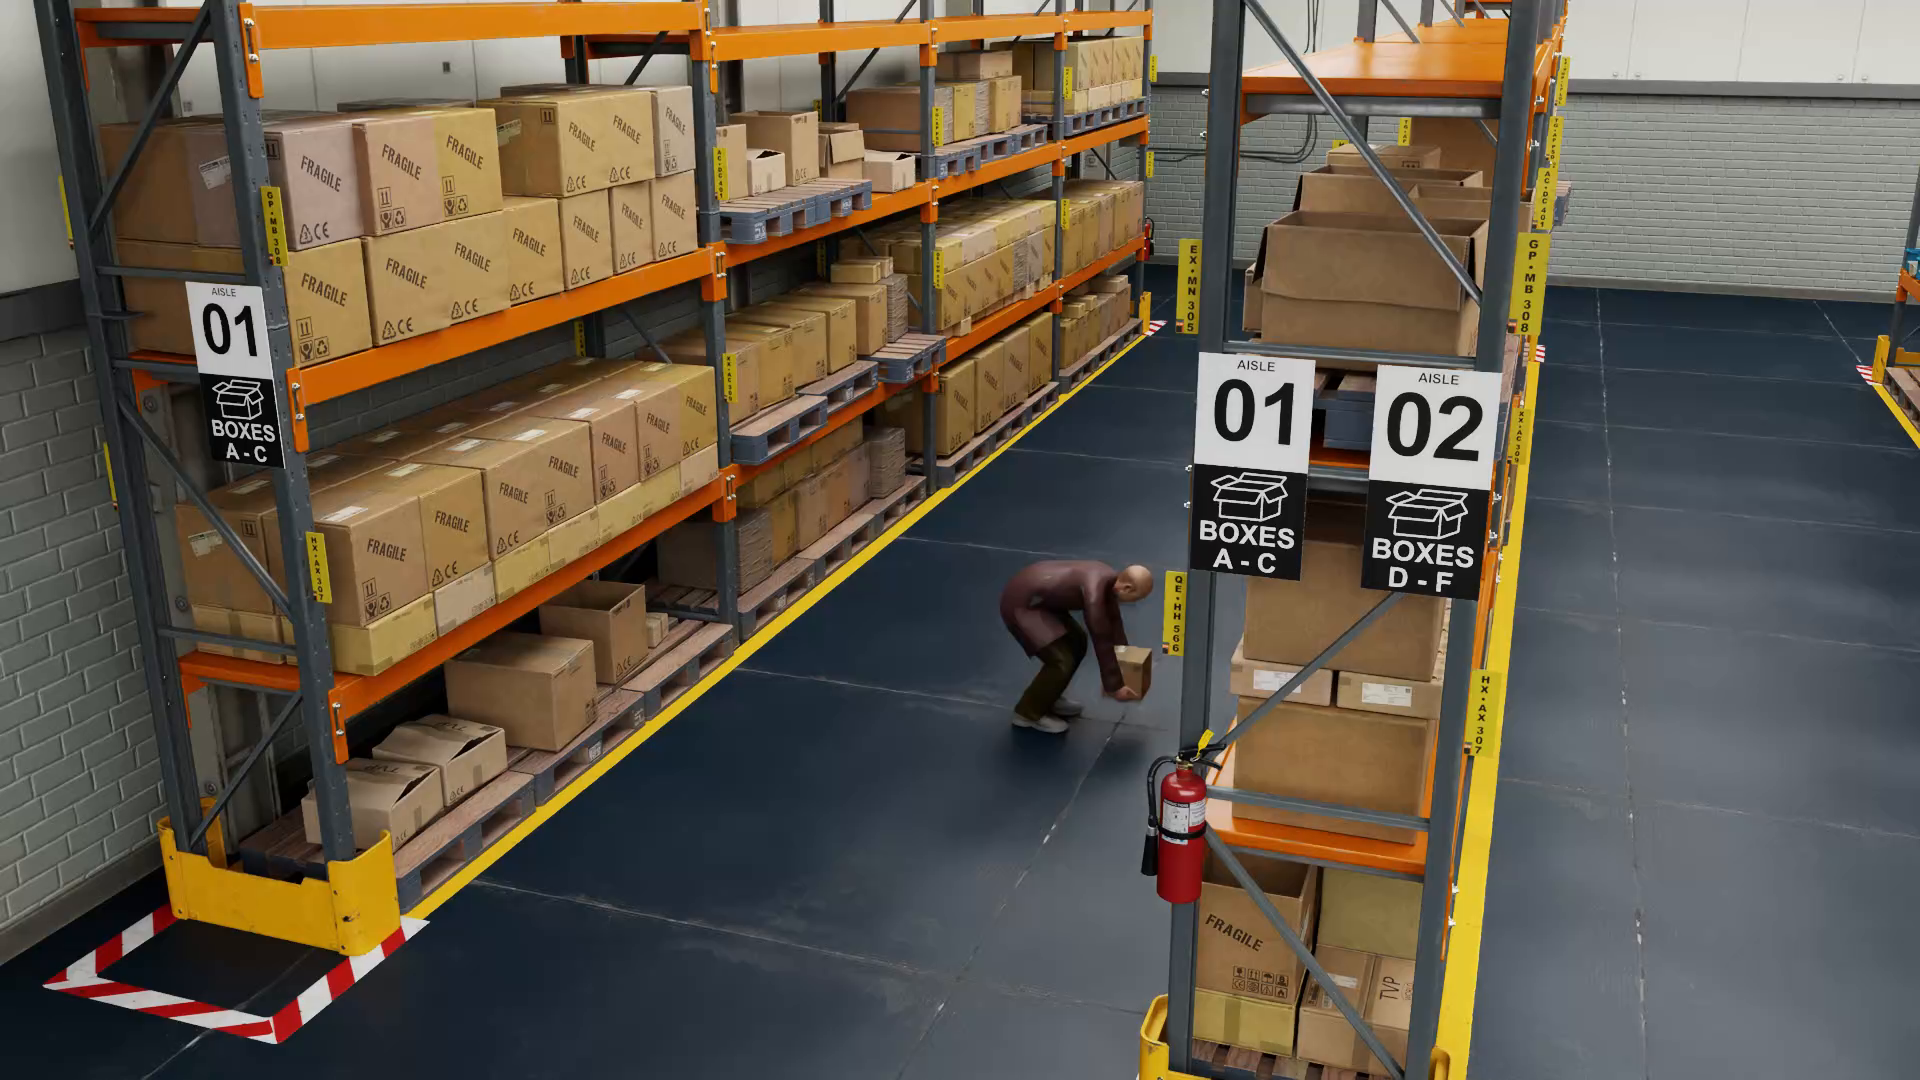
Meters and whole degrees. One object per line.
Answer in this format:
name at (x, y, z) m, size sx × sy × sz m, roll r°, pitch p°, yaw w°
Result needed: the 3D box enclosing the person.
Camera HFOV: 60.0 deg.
person at (0.709, 0.644, 10.267) m, size 0.942 × 1.069 × 0.590 m, roll 5°, pitch 19°, yaw 16°
